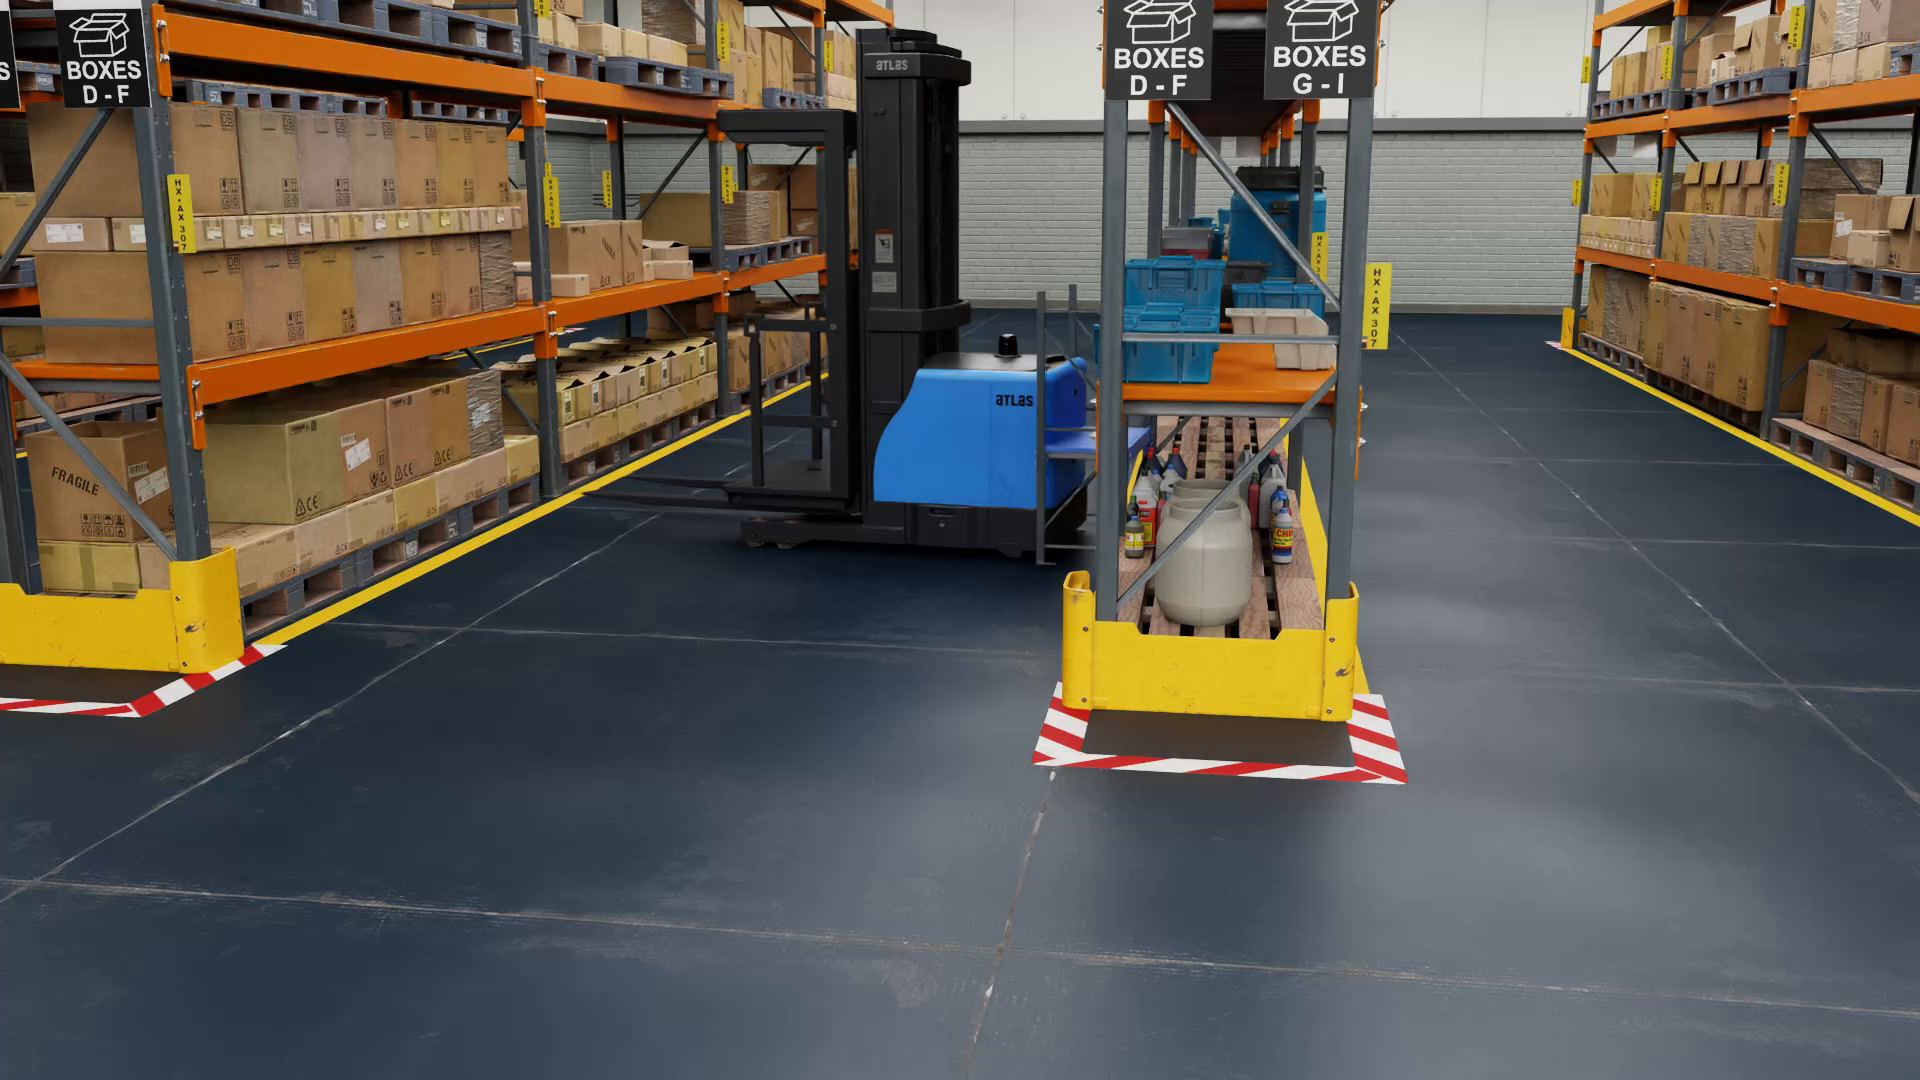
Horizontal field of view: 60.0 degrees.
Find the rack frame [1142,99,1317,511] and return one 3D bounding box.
[{"bbox_3d":[1.665,-1.610,10.346,1.000,3.000,0.127,2,12,9],"label":"rack frame"}]

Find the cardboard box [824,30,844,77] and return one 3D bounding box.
[{"bbox_3d":[-1.744,-5.643,19.327,0.700,0.500,0.500,2,12,9],"label":"cardboard box"}]

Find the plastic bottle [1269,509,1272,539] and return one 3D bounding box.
[{"bbox_3d":[1.720,-0.105,8.959,0.097,0.201,0.097,0,12,0],"label":"plastic bottle"}]

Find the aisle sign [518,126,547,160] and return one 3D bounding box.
[{"bbox_3d":[-5.971,-5.706,23.177,0.394,0.787,0.004,2,12,9],"label":"aisle sign"}]

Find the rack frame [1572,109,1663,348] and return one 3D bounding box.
[{"bbox_3d":[8.405,-3.948,21.192,1.000,3.000,0.127,2,12,9],"label":"rack frame"}]

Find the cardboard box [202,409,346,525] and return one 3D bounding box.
[{"bbox_3d":[-3.466,-0.375,8.365,0.500,0.500,0.500,2,12,9],"label":"cardboard box"}]

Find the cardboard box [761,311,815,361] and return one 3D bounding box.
[{"bbox_3d":[-1.875,-2.215,18.043,0.500,0.500,0.500,2,12,9],"label":"cardboard box"}]

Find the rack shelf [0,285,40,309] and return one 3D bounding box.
[{"bbox_3d":[-7.816,-1.996,13.843,1.077,0.370,4.000,2,12,9],"label":"rack shelf"}]

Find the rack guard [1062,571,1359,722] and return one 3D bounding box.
[{"bbox_3d":[1.015,0.427,6.826,1.175,0.500,0.348,2,12,9],"label":"rack guard"}]

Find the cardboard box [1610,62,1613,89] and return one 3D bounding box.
[{"bbox_3d":[8.378,-5.607,20.301,0.700,0.500,0.500,1,12,5],"label":"cardboard box"}]

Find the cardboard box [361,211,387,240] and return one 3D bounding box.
[{"bbox_3d":[-3.333,-1.700,8.983,0.380,0.149,0.250,2,12,9],"label":"cardboard box"}]

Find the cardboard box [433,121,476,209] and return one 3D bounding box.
[{"bbox_3d":[-3.367,-2.257,10.029,0.700,0.500,0.500,2,12,9],"label":"cardboard box"}]

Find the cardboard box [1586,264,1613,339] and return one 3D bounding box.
[{"bbox_3d":[8.385,-2.979,20.742,0.875,0.875,0.875,2,12,9],"label":"cardboard box"}]

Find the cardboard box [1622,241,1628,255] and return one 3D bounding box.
[{"bbox_3d":[7.671,-3.281,18.693,0.380,0.149,0.250,2,12,10],"label":"cardboard box"}]

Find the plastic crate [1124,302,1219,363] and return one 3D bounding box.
[{"bbox_3d":[0.937,-0.954,7.653,0.499,0.251,0.408,2,12,9],"label":"plastic crate"}]

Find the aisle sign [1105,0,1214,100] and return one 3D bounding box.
[{"bbox_3d":[0.745,-2.043,6.184,0.394,0.787,0.004,2,12,9],"label":"aisle sign"}]

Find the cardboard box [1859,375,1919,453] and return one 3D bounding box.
[{"bbox_3d":[6.938,-0.901,11.945,0.700,0.500,0.500,3,13,13],"label":"cardboard box"}]

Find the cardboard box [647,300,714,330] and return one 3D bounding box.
[{"bbox_3d":[-2.697,-2.178,16.090,0.500,0.250,0.500,2,12,11],"label":"cardboard box"}]

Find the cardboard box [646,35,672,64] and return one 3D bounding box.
[{"bbox_3d":[-2.690,-3.997,13.658,0.500,0.250,0.500,2,12,10],"label":"cardboard box"}]

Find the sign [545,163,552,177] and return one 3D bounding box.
[{"bbox_3d":[-5.744,-5.091,23.185,0.100,0.325,0.005,2,12,9],"label":"sign"}]

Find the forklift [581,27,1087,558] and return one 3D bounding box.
[{"bbox_3d":[-0.795,-1.484,9.923,3.031,2.935,1.130,3,13,15],"label":"forklift"}]

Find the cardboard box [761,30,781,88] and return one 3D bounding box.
[{"bbox_3d":[-2.229,-4.964,17.316,0.600,0.600,0.600,2,12,8],"label":"cardboard box"}]

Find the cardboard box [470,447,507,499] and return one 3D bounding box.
[{"bbox_3d":[-3.171,-0.425,10.377,0.500,0.250,0.500,2,12,9],"label":"cardboard box"}]

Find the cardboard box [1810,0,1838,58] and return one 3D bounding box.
[{"bbox_3d":[6.848,-3.953,12.671,0.500,0.500,0.500,2,12,9],"label":"cardboard box"}]

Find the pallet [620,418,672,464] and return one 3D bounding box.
[{"bbox_3d":[-2.969,-0.818,13.287,1.003,0.211,1.213,2,12,9],"label":"pallet"}]

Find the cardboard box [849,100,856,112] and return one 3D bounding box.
[{"bbox_3d":[-1.520,-5.131,19.919,0.500,0.250,0.500,2,12,9],"label":"cardboard box"}]

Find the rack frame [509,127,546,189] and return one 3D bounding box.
[{"bbox_3d":[-6.278,-4.429,23.427,1.000,3.000,0.127,2,12,9],"label":"rack frame"}]

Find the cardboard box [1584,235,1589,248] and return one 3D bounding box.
[{"bbox_3d":[7.986,-3.708,20.678,0.380,0.149,0.250,2,12,8],"label":"cardboard box"}]

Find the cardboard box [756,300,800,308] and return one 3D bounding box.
[{"bbox_3d":[-2.191,-2.558,19.632,0.500,0.500,0.500,2,12,9],"label":"cardboard box"}]

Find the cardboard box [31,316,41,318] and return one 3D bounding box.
[{"bbox_3d":[-7.792,-1.748,14.095,0.500,0.250,0.500,2,12,8],"label":"cardboard box"}]

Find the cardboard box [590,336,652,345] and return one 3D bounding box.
[{"bbox_3d":[-2.984,-1.640,14.683,0.500,0.311,0.500,2,12,11],"label":"cardboard box"}]

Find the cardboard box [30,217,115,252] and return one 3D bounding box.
[{"bbox_3d":[-3.973,-1.391,7.549,0.380,0.149,0.250,2,12,8],"label":"cardboard box"}]

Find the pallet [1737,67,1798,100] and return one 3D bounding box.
[{"bbox_3d":[7.221,-3.792,13.799,1.213,0.211,1.003,2,12,11],"label":"pallet"}]

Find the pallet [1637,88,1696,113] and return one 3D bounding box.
[{"bbox_3d":[7.926,-4.708,17.811,1.003,0.211,1.213,2,12,9],"label":"pallet"}]

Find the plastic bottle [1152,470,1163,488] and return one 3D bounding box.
[{"bbox_3d":[1.116,-0.266,9.540,0.097,0.271,0.097,0,12,0],"label":"plastic bottle"}]

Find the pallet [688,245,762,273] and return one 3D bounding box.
[{"bbox_3d":[-2.579,-2.654,15.644,1.213,0.211,1.003,2,12,9],"label":"pallet"}]

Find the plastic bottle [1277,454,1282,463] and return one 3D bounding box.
[{"bbox_3d":[1.917,-0.387,10.072,0.061,0.283,0.133,3,12,11],"label":"plastic bottle"}]

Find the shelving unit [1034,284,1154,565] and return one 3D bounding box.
[{"bbox_3d":[0.783,-0.689,9.535,0.538,1.500,1.048,2,11,13],"label":"shelving unit"}]

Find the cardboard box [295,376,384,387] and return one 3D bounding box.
[{"bbox_3d":[-3.763,-0.705,9.894,0.500,0.500,0.500,2,12,9],"label":"cardboard box"}]

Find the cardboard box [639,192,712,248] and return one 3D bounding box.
[{"bbox_3d":[-2.628,-2.993,15.528,0.700,0.500,0.500,-2,12,-10],"label":"cardboard box"}]

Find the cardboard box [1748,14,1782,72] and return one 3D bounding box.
[{"bbox_3d":[7.243,-4.315,14.541,0.500,0.500,0.500,3,12,12],"label":"cardboard box"}]

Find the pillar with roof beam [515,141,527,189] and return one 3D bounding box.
[{"bbox_3d":[-2.464,-7.813,24.885,9.100,9.000,0.400,2,12,9],"label":"pillar with roof beam"}]

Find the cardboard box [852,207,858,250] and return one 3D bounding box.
[{"bbox_3d":[-1.496,-3.794,20.240,0.500,0.500,0.500,2,12,8],"label":"cardboard box"}]

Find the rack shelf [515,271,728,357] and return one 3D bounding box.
[{"bbox_3d":[-2.921,-1.836,13.102,1.077,0.370,4.000,2,12,9],"label":"rack shelf"}]

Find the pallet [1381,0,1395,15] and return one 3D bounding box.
[{"bbox_3d":[1.274,-2.321,6.971,1.003,0.211,1.213,2,12,9],"label":"pallet"}]

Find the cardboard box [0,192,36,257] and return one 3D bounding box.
[{"bbox_3d":[-7.849,-2.554,13.444,0.700,0.500,0.500,4,13,16],"label":"cardboard box"}]

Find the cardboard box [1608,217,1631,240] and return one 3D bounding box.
[{"bbox_3d":[7.835,-3.607,19.261,0.500,0.250,0.500,2,12,8],"label":"cardboard box"}]

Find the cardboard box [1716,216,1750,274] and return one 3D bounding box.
[{"bbox_3d":[7.165,-2.654,14.951,0.500,0.500,0.500,1,12,7],"label":"cardboard box"}]

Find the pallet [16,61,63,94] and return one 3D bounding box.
[{"bbox_3d":[-7.767,-3.647,13.122,1.213,0.211,1.003,2,12,9],"label":"pallet"}]

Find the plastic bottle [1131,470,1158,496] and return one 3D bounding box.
[{"bbox_3d":[1.008,-0.209,9.089,0.144,0.351,0.185,2,12,11],"label":"plastic bottle"}]

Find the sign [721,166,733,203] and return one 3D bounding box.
[{"bbox_3d":[-2.064,-3.153,14.756,0.100,0.325,0.005,2,12,9],"label":"sign"}]

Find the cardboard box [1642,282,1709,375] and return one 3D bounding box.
[{"bbox_3d":[7.711,-2.148,16.887,1.225,0.875,0.875,2,12,9],"label":"cardboard box"}]

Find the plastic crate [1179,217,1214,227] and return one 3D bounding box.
[{"bbox_3d":[2.630,-3.406,18.571,0.392,0.384,0.575,2,12,9],"label":"plastic crate"}]

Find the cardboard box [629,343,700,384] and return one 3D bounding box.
[{"bbox_3d":[-2.524,-1.514,14.098,0.500,0.311,0.500,2,12,8],"label":"cardboard box"}]

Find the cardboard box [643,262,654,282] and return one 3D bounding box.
[{"bbox_3d":[-2.754,-2.214,13.744,0.380,0.149,0.250,3,12,13],"label":"cardboard box"}]

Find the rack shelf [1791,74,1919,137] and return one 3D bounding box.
[{"bbox_3d":[6.867,-2.981,11.293,1.077,0.370,4.000,2,12,9],"label":"rack shelf"}]

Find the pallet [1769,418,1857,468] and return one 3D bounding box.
[{"bbox_3d":[7.053,-0.757,13.004,1.003,0.211,1.213,2,12,9],"label":"pallet"}]
